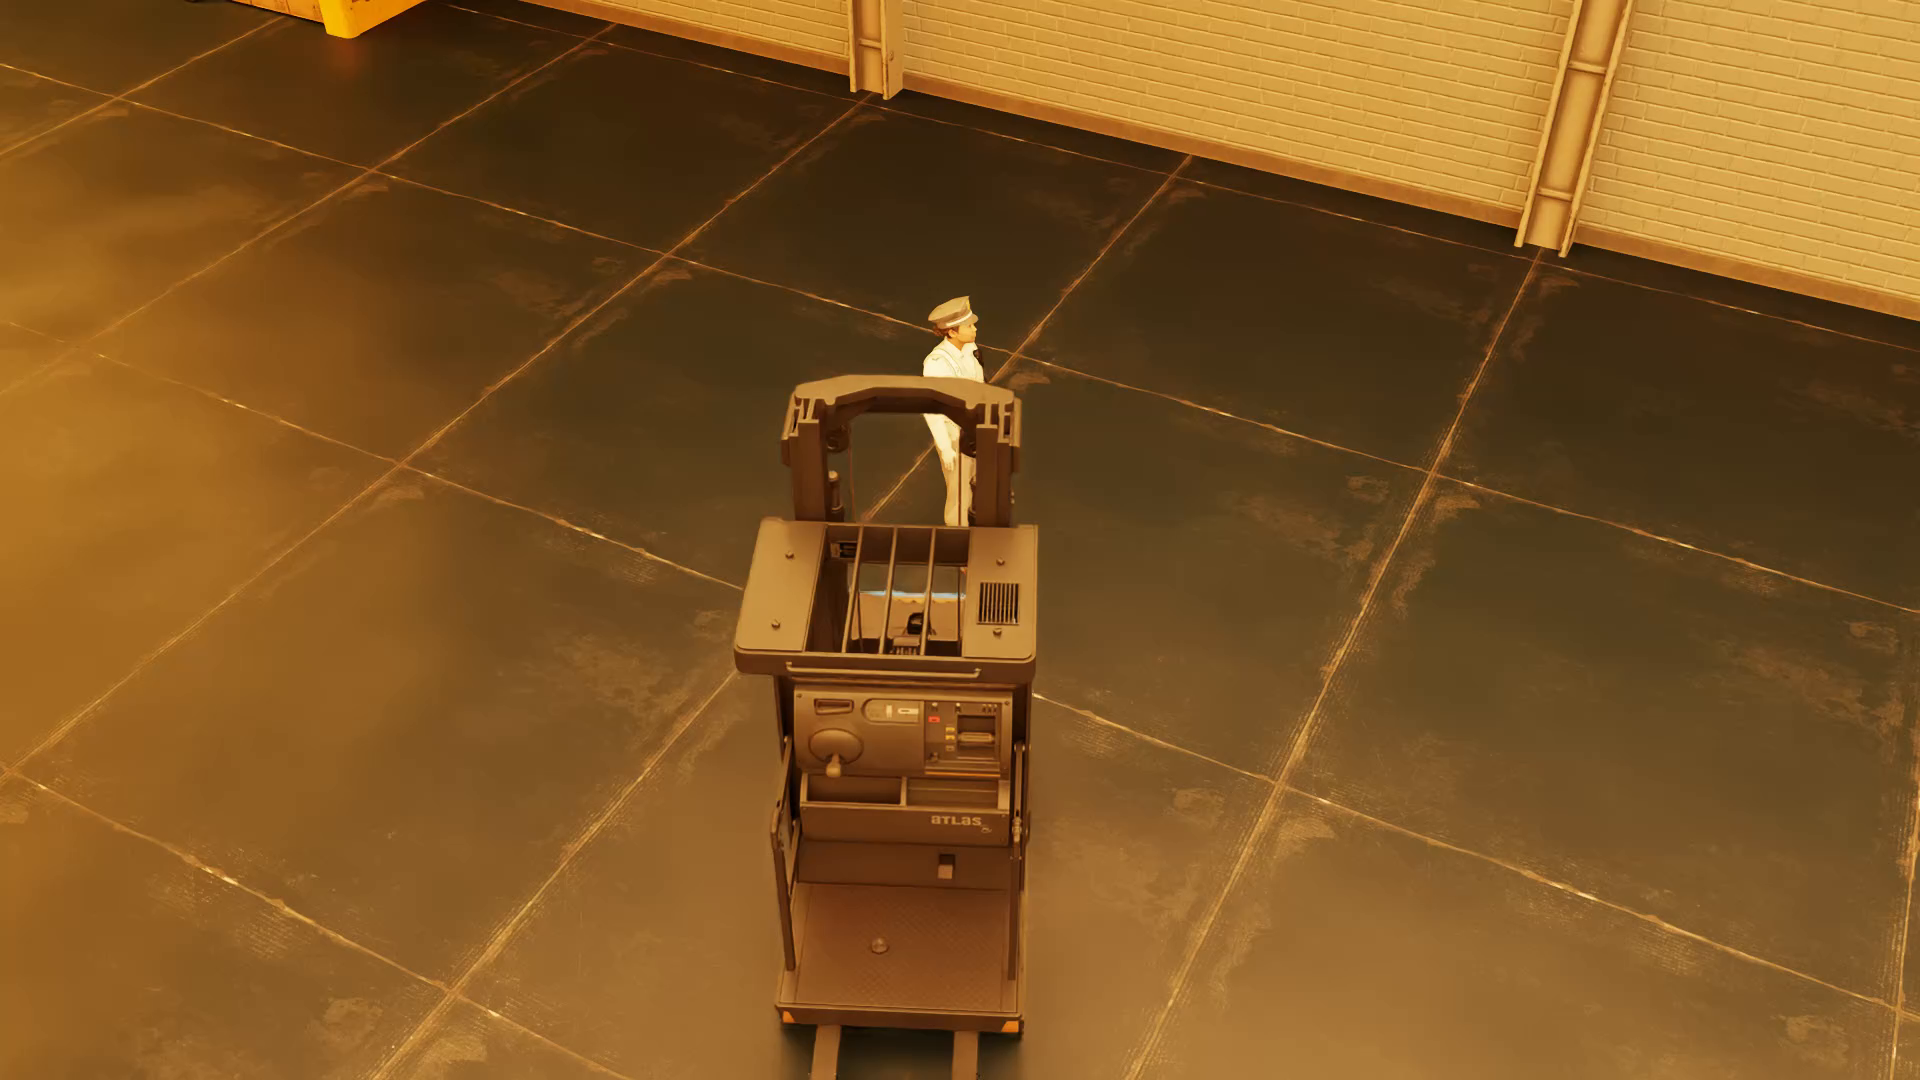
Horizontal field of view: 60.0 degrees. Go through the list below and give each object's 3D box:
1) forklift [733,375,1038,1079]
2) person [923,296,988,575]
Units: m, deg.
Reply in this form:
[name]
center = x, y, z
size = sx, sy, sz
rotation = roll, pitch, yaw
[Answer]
[forklift]
center = -0.251, 0.905, 6.912
size = 1.130, 2.935, 3.031
rotation = 2, 40, 2
[person]
center = 0.058, -0.629, 9.682
size = 0.530, 1.694, 0.587
rotation = 18, 43, 21
